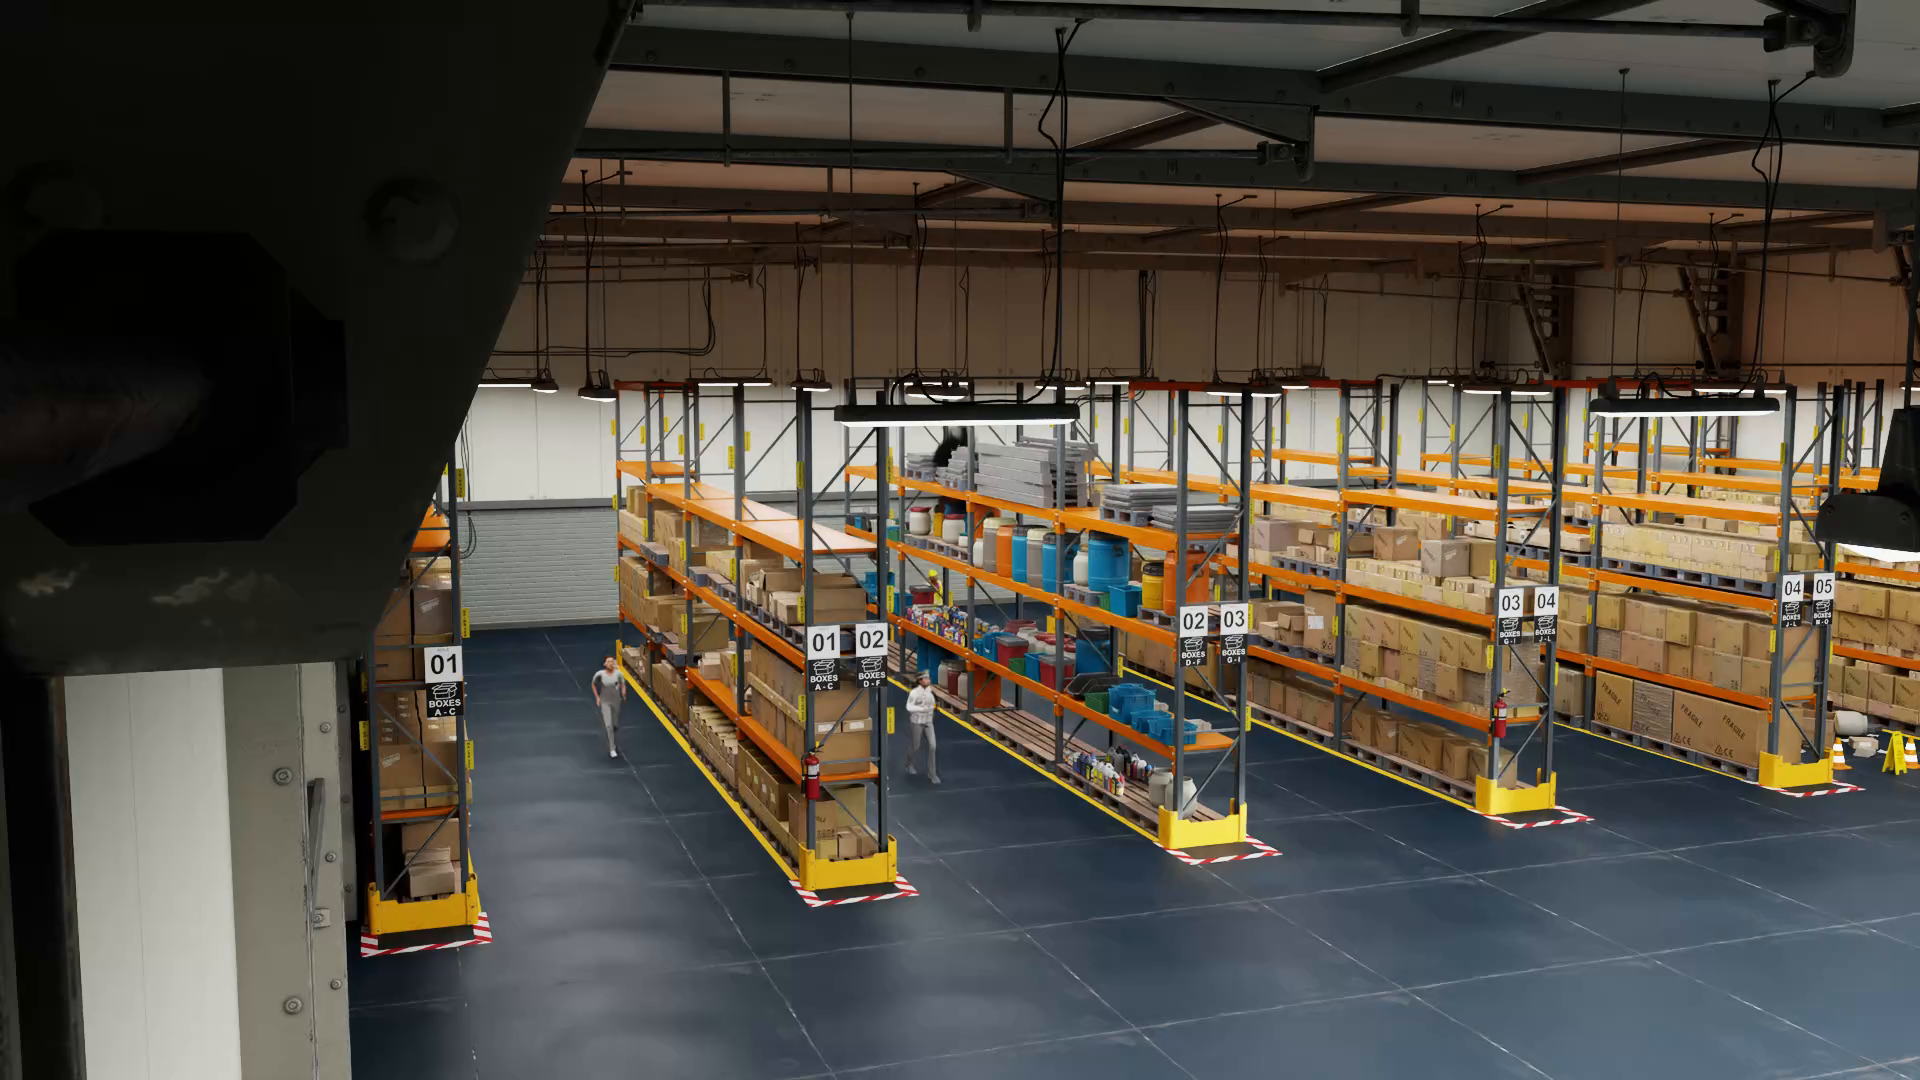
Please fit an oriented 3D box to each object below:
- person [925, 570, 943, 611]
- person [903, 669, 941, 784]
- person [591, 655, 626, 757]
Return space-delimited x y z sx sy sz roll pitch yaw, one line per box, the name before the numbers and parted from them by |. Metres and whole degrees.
person | -0.542 1.524 37.632 0.656 1.723 0.771 4 7 36
person | -0.618 2.821 25.325 0.583 1.747 0.801 -5 8 -40
person | -5.730 2.661 27.132 0.548 1.642 0.815 -2 7 -22
